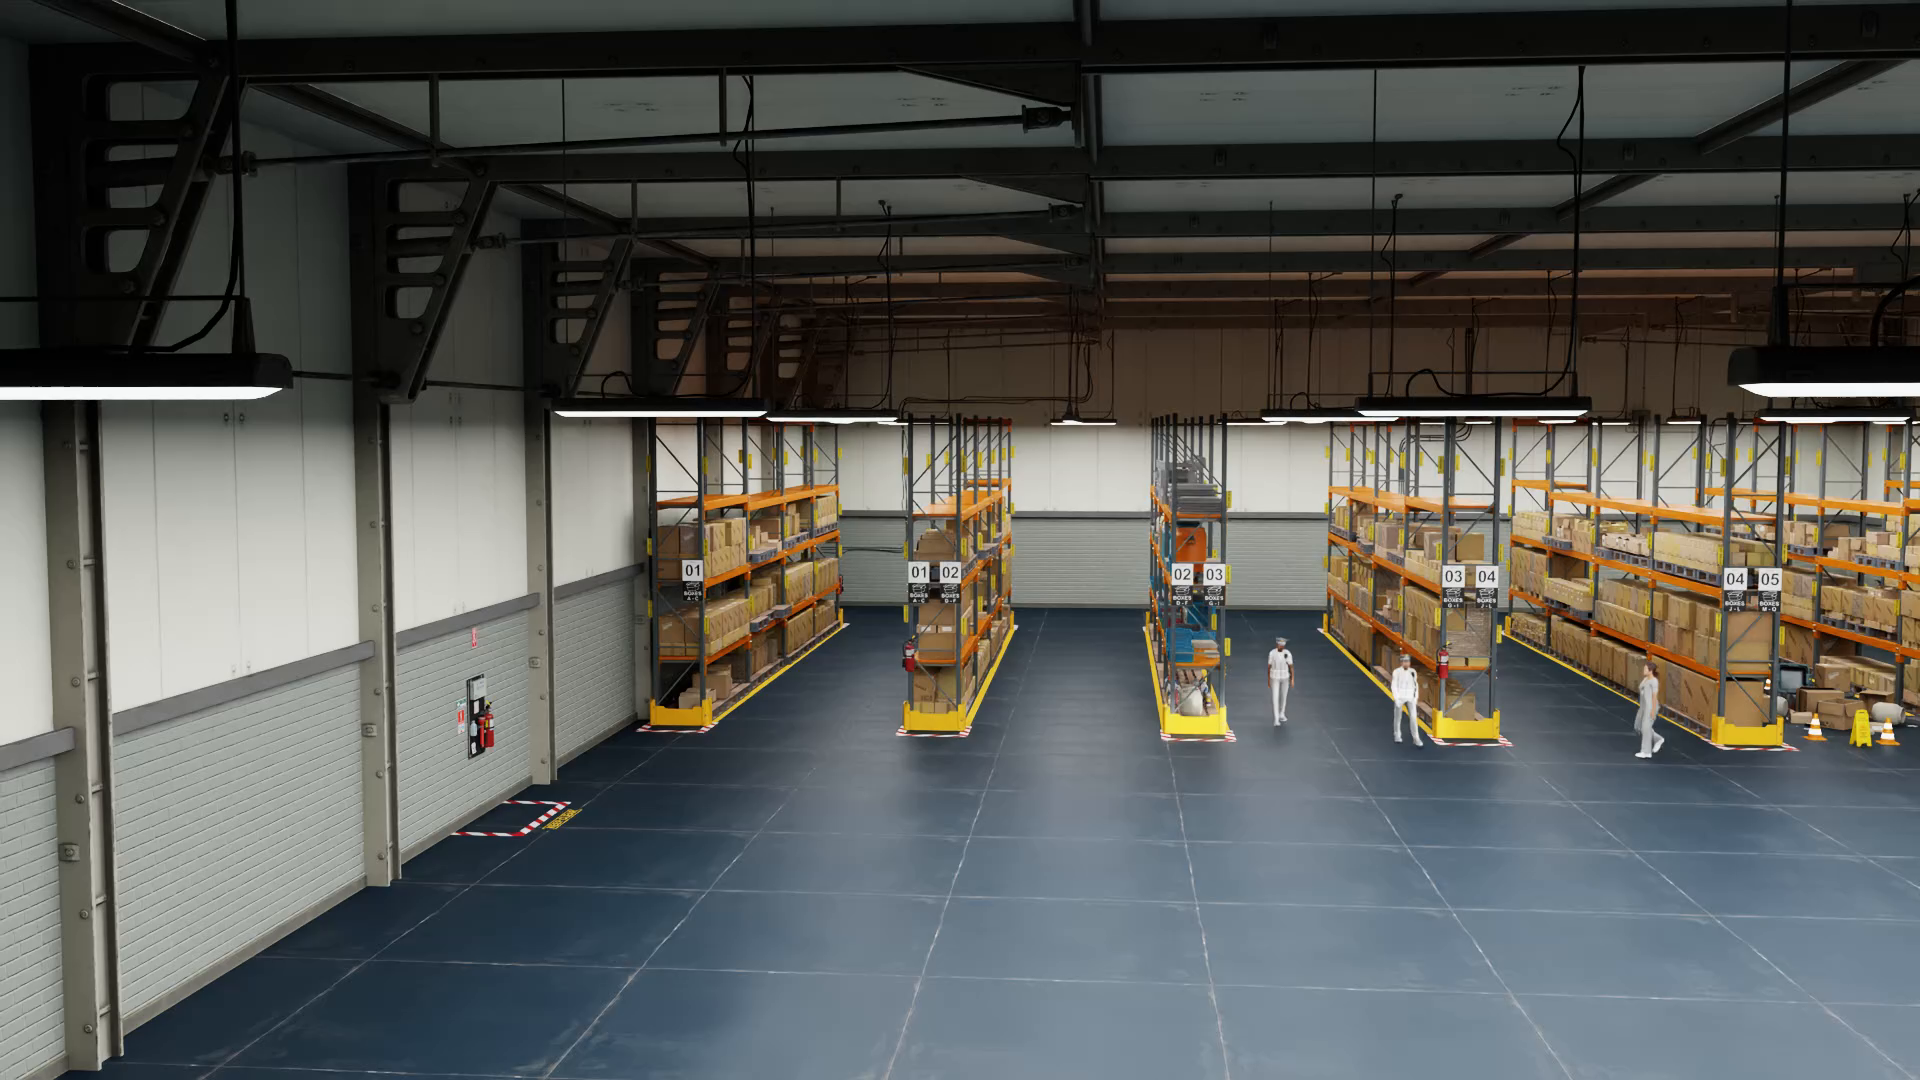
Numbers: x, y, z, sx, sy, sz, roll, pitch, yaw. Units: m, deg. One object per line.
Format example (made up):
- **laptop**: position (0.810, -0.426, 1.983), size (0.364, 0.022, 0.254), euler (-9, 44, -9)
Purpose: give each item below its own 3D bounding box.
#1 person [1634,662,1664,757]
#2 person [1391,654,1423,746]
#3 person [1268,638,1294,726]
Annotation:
- **person**: position (11.998, 2.936, 28.835), size (0.593, 1.659, 0.437), euler (-1, 4, -10)
- **person**: position (8.033, 2.866, 29.934), size (0.522, 1.639, 0.941), euler (0, 4, 3)
- **person**: position (6.231, 2.735, 32.294), size (0.493, 1.691, 0.621), euler (0, 4, 4)
